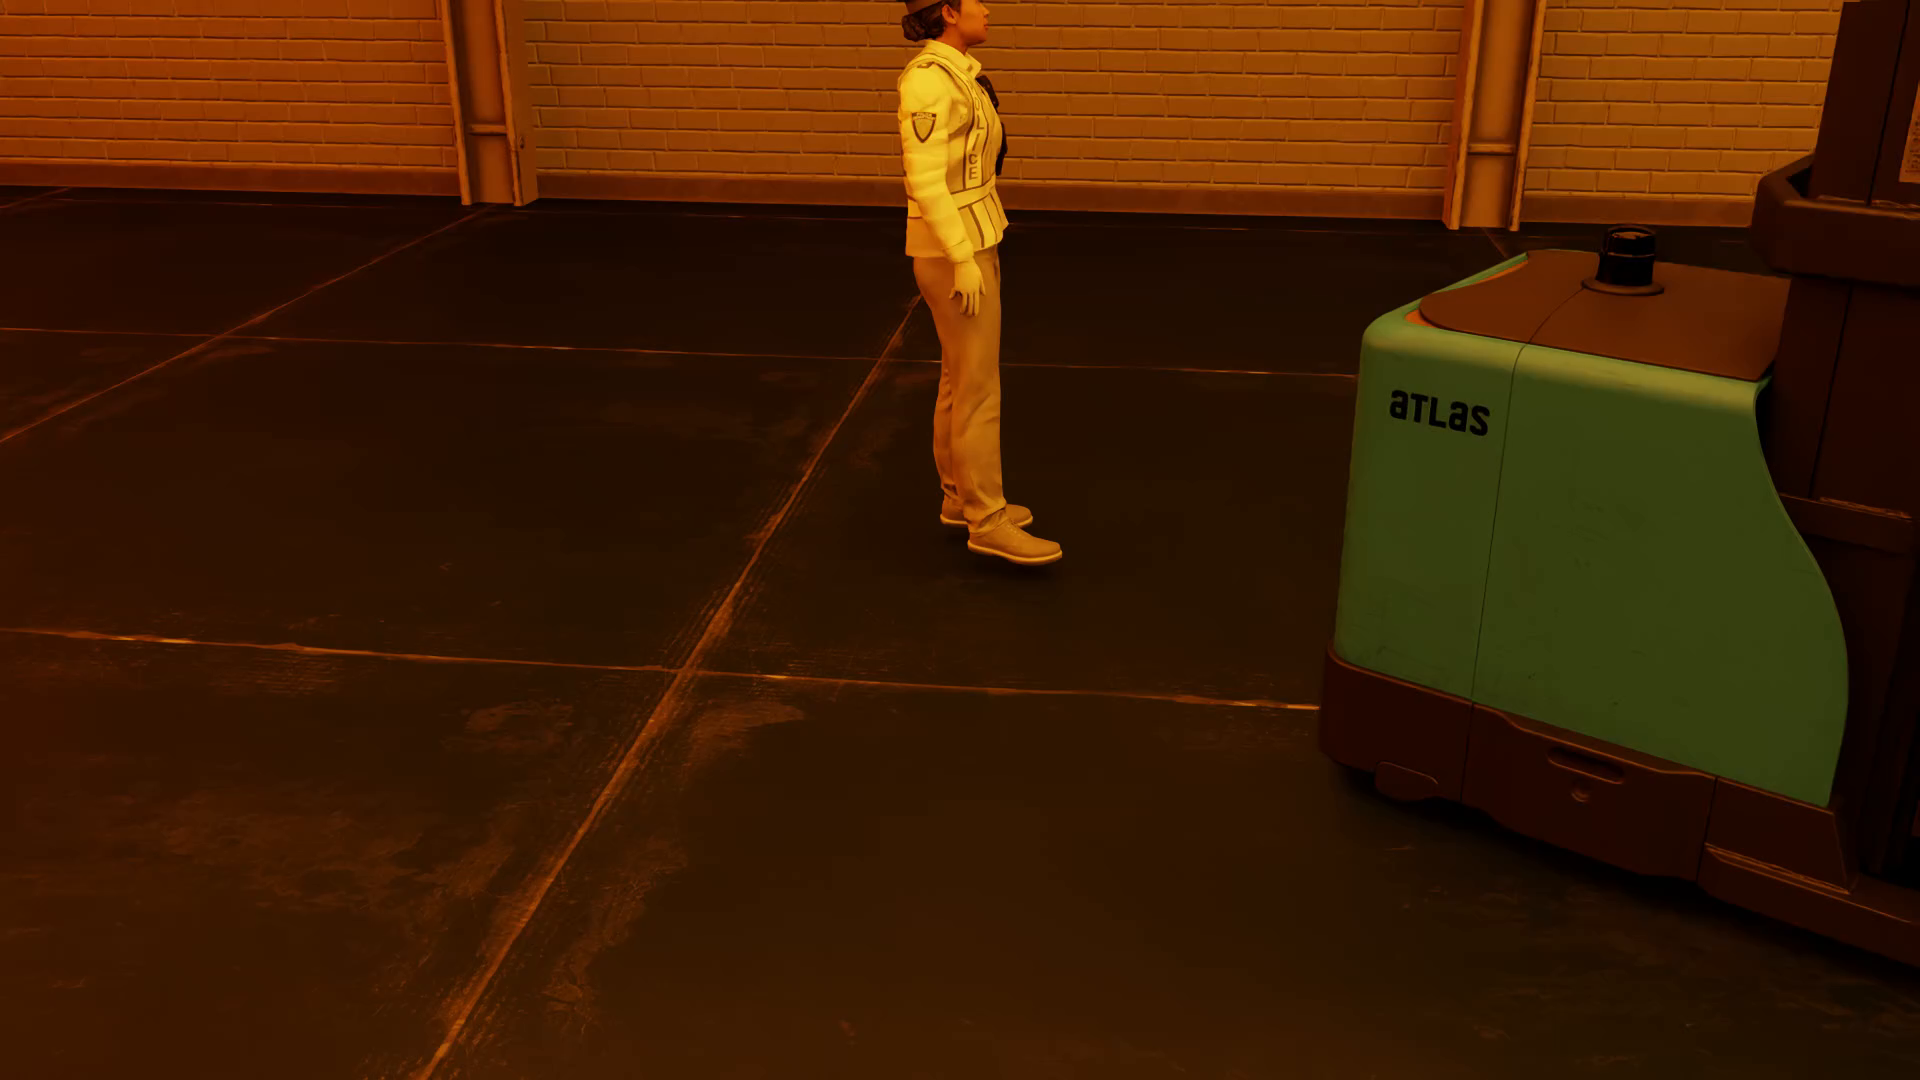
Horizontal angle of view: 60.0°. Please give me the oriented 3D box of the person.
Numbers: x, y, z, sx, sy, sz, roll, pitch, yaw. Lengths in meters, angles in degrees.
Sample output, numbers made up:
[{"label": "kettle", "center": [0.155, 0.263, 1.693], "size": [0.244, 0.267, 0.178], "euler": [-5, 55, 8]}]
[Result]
[{"label": "person", "center": [0.067, -0.824, 4.829], "size": [0.531, 1.694, 0.586], "euler": [3, 22, 7]}]

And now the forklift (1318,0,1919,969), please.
[{"label": "forklift", "center": [2.289, -0.613, 2.776], "size": [3.031, 2.935, 1.130], "euler": [17, 27, 35]}]
